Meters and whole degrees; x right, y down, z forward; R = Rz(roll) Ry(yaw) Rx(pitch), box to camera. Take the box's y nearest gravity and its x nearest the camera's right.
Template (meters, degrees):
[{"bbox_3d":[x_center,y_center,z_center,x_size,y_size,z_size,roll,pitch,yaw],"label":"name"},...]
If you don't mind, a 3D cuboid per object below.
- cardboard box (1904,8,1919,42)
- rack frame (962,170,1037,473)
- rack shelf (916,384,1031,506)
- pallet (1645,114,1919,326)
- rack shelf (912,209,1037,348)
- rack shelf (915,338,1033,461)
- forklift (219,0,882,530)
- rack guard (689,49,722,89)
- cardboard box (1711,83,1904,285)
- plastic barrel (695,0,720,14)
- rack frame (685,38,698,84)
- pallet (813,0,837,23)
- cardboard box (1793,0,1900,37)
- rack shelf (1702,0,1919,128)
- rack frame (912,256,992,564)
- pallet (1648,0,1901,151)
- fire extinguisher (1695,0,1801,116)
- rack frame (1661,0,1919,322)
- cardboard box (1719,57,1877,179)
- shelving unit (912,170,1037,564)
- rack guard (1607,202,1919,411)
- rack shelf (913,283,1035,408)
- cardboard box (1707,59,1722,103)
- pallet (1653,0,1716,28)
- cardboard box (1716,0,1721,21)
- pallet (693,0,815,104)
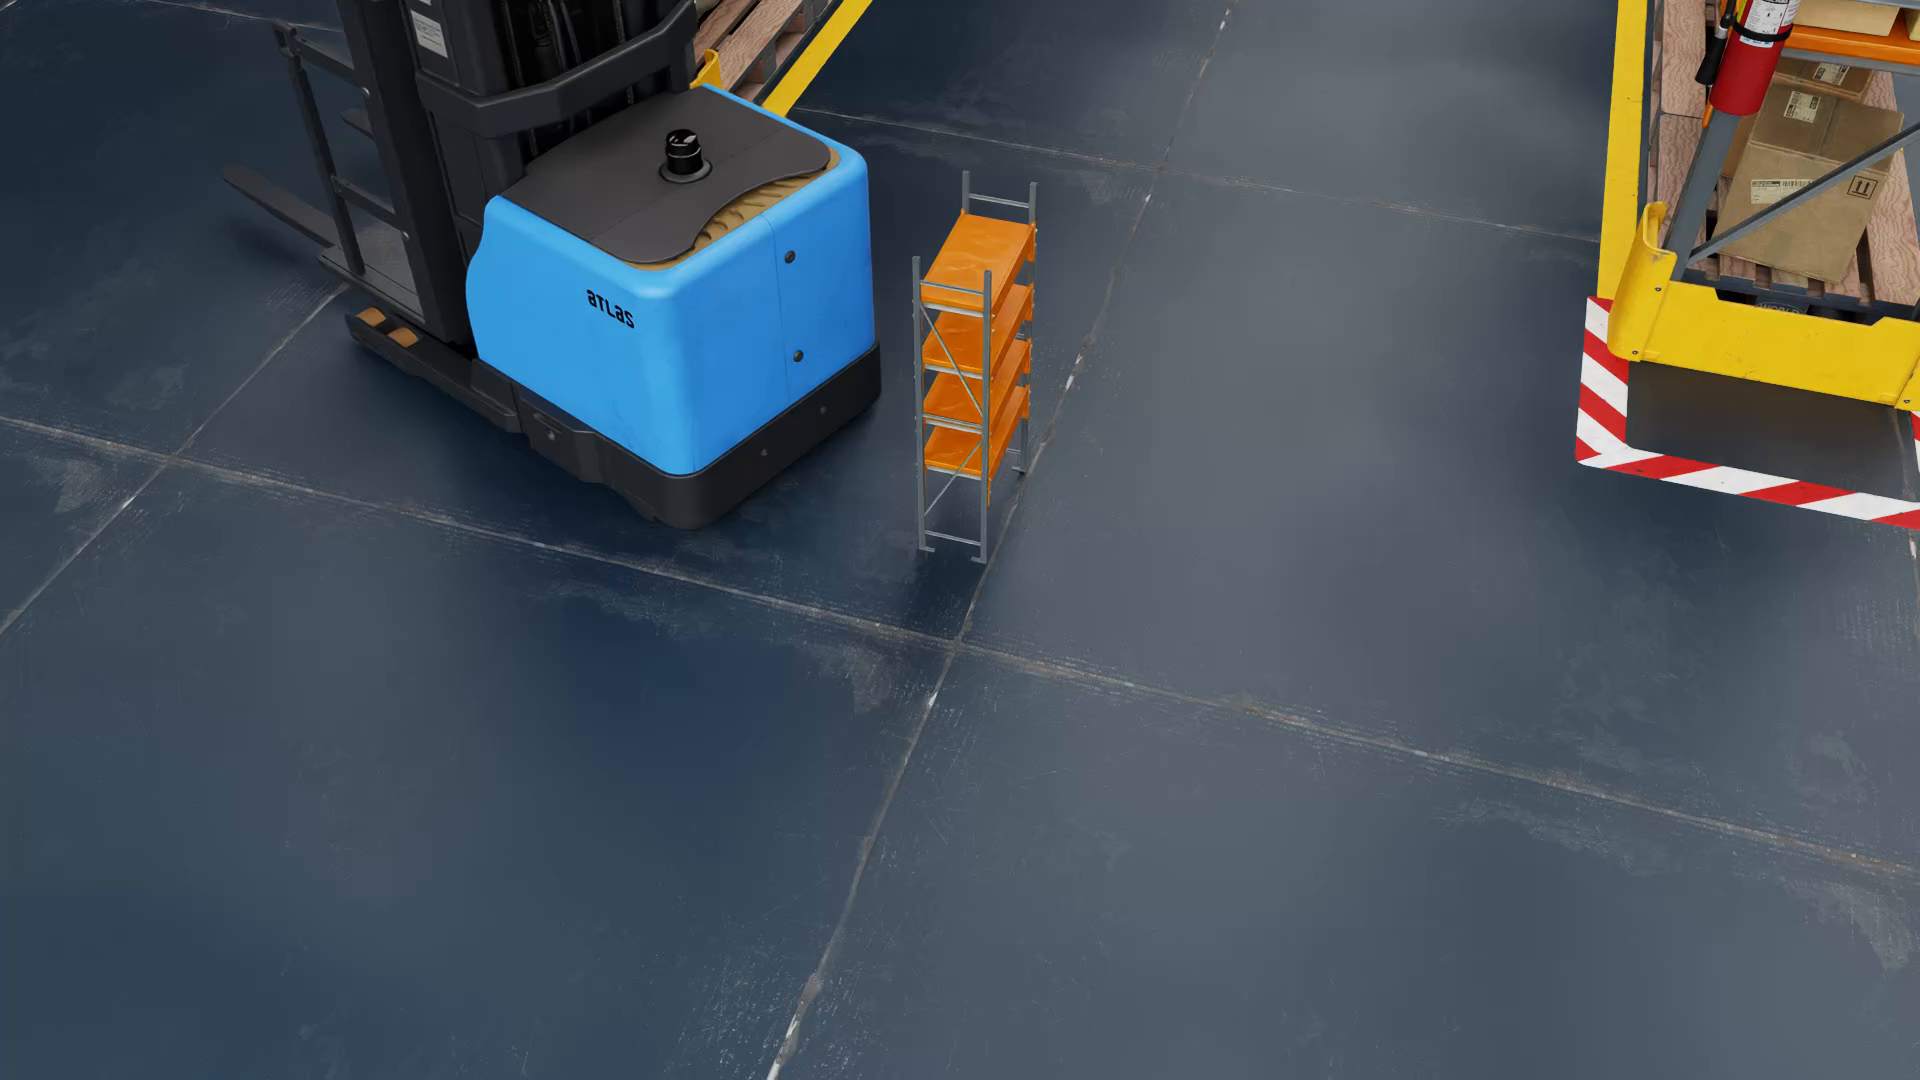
[{"bbox_3d":[3.421,-1.781,5.605,0.380,0.149,0.250,13,46,13],"label":"cardboard box"},{"bbox_3d":[0.124,-0.702,5.609,0.240,1.200,0.015,13,46,12],"label":"rack frame"},{"bbox_3d":[0.050,-0.349,5.629,0.258,0.148,0.480,13,46,12],"label":"rack shelf"},{"bbox_3d":[3.410,-1.319,6.947,1.003,0.211,1.213,13,46,13],"label":"pallet"},{"bbox_3d":[0.050,-0.820,5.168,0.258,0.148,0.480,13,46,12],"label":"rack shelf"},{"bbox_3d":[0.050,-0.491,5.490,0.258,0.148,0.480,13,46,12],"label":"rack shelf"},{"bbox_3d":[-1.752,-1.956,5.653,3.031,2.935,1.130,30,52,27],"label":"forklift"},{"bbox_3d":[-1.635,-1.947,7.383,1.175,0.500,0.348,13,46,13],"label":"rack guard"},{"bbox_3d":[3.312,-1.400,6.523,0.500,0.500,0.500,21,48,20],"label":"cardboard box"},{"bbox_3d":[-1.335,-2.830,7.976,0.421,0.512,0.421,0,44,0],"label":"plastic barrel"},{"bbox_3d":[-1.613,-2.780,6.446,1.000,3.000,0.127,13,46,13],"label":"rack frame"},{"bbox_3d":[-1.013,-3.195,8.864,1.003,0.211,1.213,13,46,13],"label":"pallet"},{"bbox_3d":[2.997,-1.875,5.701,0.380,0.149,0.250,13,46,13],"label":"cardboard box"},{"bbox_3d":[3.713,-2.807,6.988,1.077,0.370,4.000,13,46,13],"label":"rack shelf"},{"bbox_3d":[-0.024,-0.377,5.277,0.240,1.200,0.015,13,46,12],"label":"rack frame"},{"bbox_3d":[3.781,-2.130,7.775,1.003,0.211,1.213,13,46,13],"label":"pallet"},{"bbox_3d":[2.633,-1.725,5.423,0.296,0.674,0.183,13,46,13],"label":"fire extinguisher"},{"bbox_3d":[3.107,-1.731,5.374,1.000,3.000,0.127,13,46,13],"label":"rack frame"},{"bbox_3d":[3.460,-1.806,6.938,0.500,0.500,0.500,24,49,23],"label":"cardboard box"},{"bbox_3d":[0.050,-0.539,5.443,0.258,1.200,0.503,13,46,12],"label":"shelving unit"},{"bbox_3d":[3.130,-0.888,6.300,1.175,0.500,0.348,13,46,13],"label":"rack guard"},{"bbox_3d":[0.050,-0.651,5.334,0.258,0.148,0.480,13,46,12],"label":"rack shelf"},{"bbox_3d":[3.668,-2.219,7.360,0.500,0.500,0.500,17,47,16],"label":"cardboard box"},{"bbox_3d":[4.149,-2.945,8.609,1.003,0.211,1.213,13,46,13],"label":"pallet"},{"bbox_3d":[3.880,-2.582,7.731,0.500,0.500,0.500,9,45,9],"label":"cardboard box"},{"bbox_3d":[-1.384,-2.384,8.036,1.003,0.211,1.213,13,46,13],"label":"pallet"}]
